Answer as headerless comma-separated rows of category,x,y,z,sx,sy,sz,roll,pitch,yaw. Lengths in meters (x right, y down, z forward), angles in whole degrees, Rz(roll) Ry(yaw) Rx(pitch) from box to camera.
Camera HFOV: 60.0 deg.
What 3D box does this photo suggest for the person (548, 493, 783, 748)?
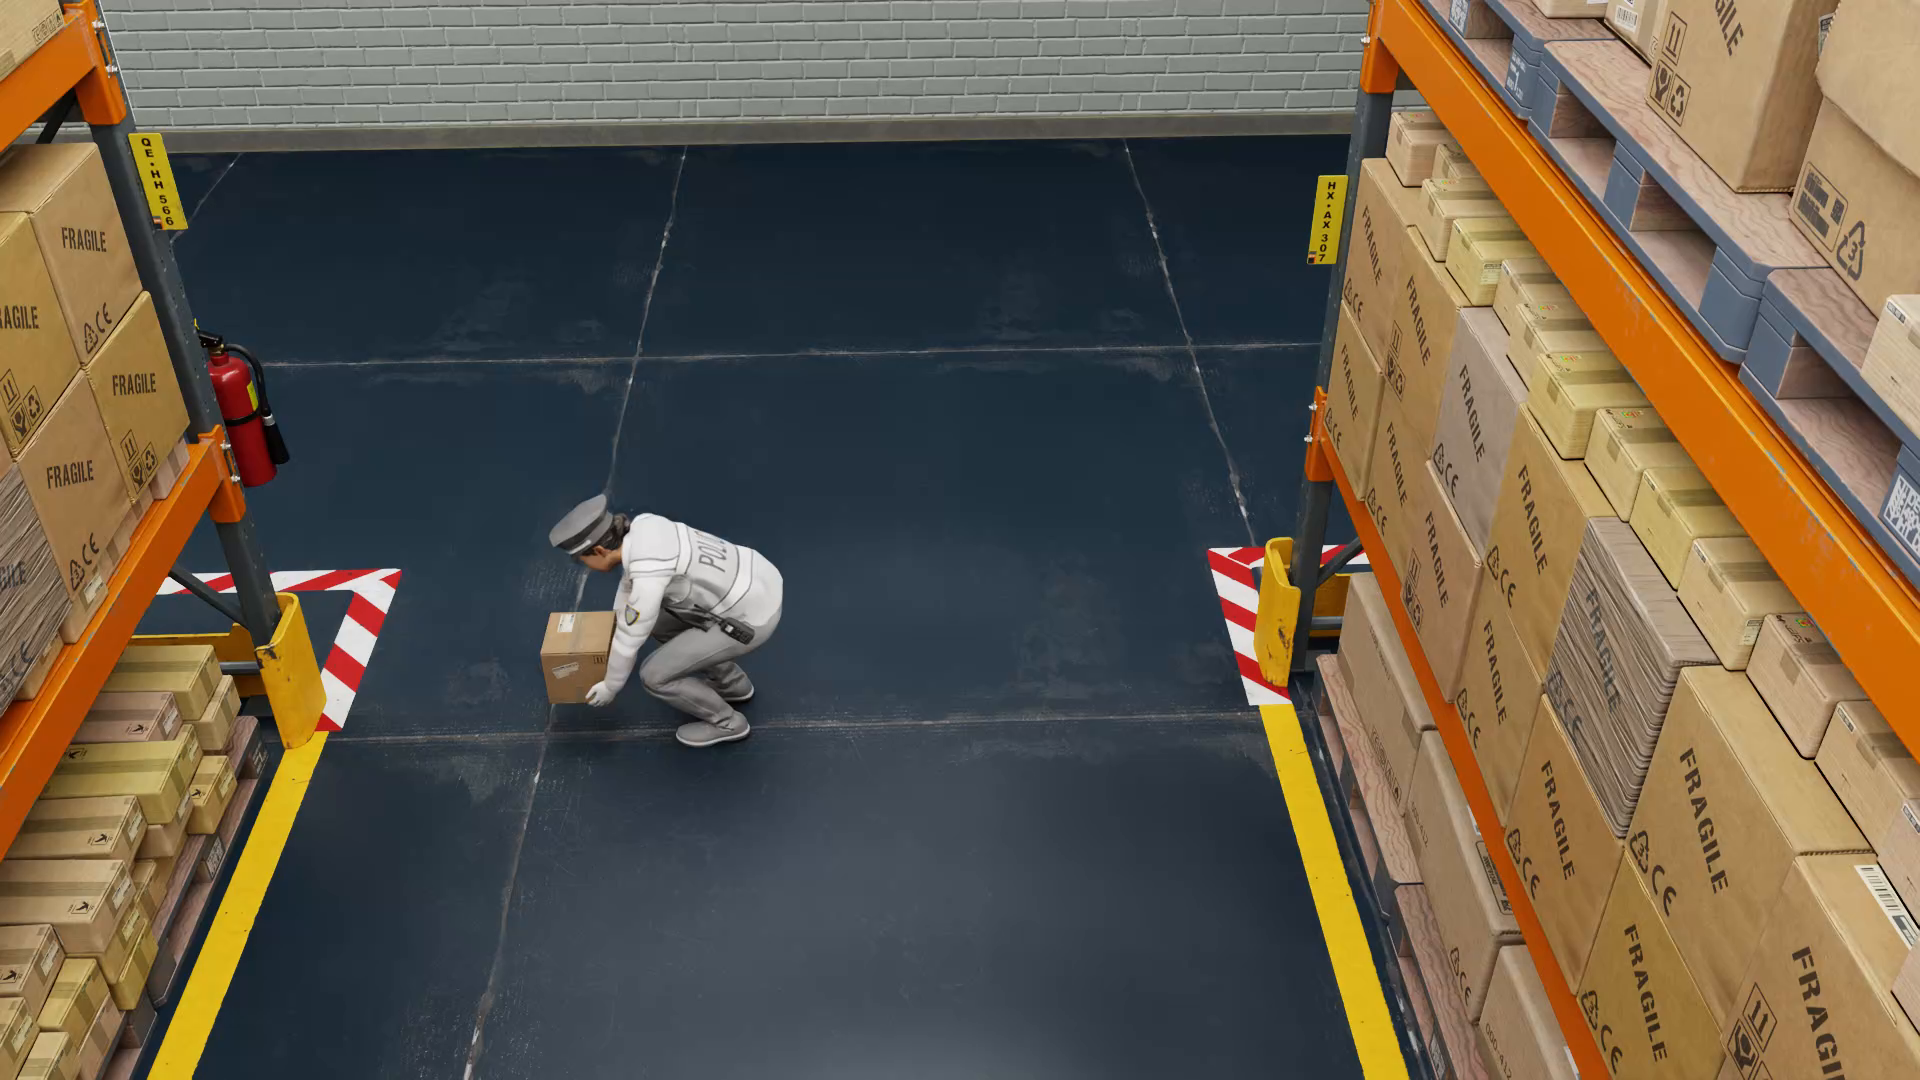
person,-1.073,0.291,6.252,0.815,1.073,0.505,-2,35,-2
